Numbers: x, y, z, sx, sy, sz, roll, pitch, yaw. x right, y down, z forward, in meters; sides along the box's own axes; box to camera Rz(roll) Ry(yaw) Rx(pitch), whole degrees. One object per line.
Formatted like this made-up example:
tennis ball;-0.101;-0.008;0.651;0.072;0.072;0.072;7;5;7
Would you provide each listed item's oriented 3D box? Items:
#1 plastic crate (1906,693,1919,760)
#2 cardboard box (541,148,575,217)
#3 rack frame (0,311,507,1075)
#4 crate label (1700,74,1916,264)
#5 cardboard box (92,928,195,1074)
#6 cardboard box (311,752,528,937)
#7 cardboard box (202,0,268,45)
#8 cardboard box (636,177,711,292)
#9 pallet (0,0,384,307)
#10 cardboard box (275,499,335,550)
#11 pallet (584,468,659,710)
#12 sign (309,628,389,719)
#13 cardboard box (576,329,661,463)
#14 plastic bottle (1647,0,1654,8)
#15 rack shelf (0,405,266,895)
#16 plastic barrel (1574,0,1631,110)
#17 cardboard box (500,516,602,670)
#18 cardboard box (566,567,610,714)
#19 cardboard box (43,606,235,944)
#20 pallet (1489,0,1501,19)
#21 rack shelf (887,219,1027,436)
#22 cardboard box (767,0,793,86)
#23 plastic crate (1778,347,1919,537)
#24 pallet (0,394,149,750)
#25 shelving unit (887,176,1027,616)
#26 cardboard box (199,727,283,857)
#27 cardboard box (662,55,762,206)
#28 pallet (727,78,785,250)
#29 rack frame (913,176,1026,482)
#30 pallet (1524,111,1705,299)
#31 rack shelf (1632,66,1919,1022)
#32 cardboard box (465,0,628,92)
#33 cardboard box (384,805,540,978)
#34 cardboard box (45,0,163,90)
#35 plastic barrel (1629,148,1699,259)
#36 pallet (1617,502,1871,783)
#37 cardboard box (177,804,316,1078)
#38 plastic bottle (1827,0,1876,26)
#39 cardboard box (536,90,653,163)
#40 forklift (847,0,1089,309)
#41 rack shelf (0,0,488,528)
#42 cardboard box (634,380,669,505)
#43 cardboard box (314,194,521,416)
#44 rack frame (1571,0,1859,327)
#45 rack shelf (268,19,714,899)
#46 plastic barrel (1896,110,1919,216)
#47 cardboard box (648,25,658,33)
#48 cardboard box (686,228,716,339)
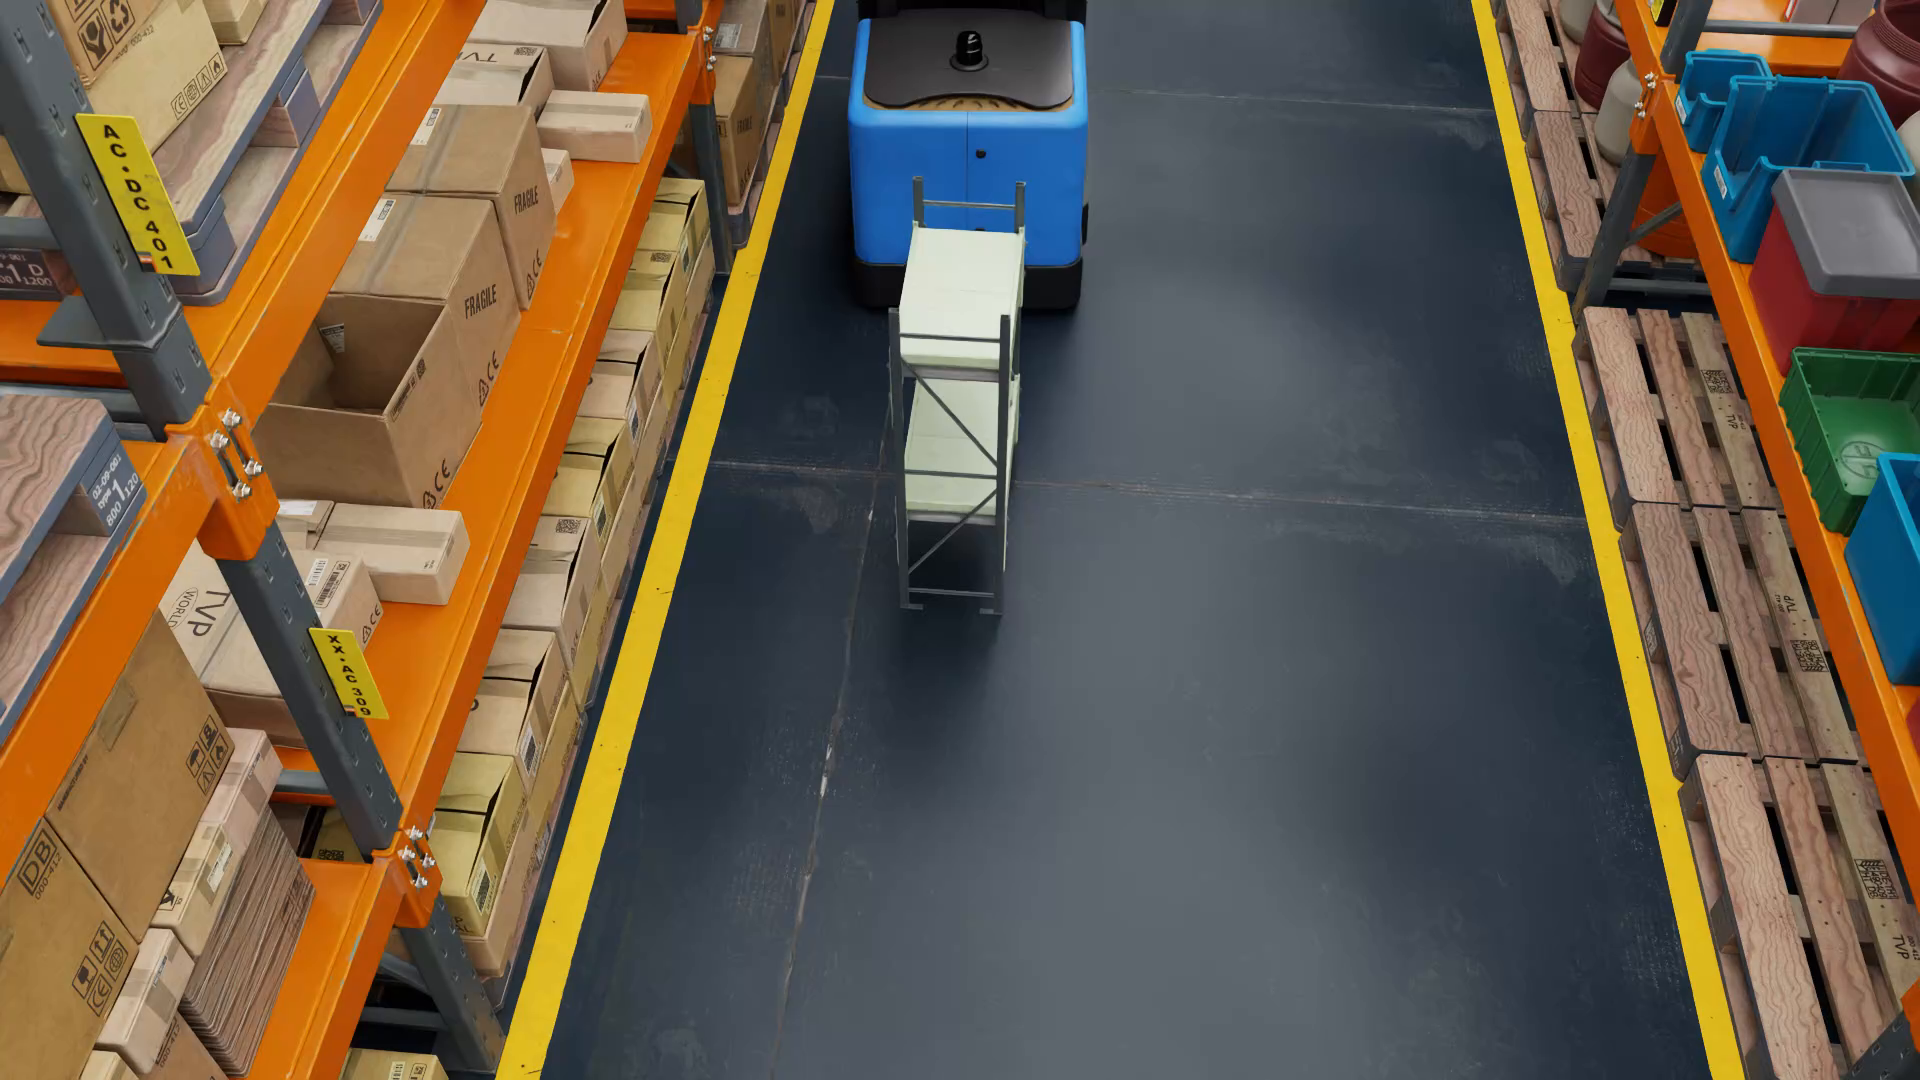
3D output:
plastic crate;2.718;0.531;4.215;0.402;0.464;0.583;4;48;4
cardboard box;-1.649;-1.321;6.122;0.380;0.149;0.250;7;48;6
rack frame;-1.953;0.593;4.201;1.000;3.000;0.127;4;48;4
crate label;2.984;-1.311;5.918;0.502;0.435;0.616;4;48;4
cardboard box;-1.811;0.928;3.387;0.380;0.149;0.250;3;48;2
cardboard box;-1.668;0.903;5.116;0.500;0.311;0.500;4;48;4
cardboard box;-1.840;-1.367;3.777;0.500;0.250;0.500;0;48;0
cardboard box;-1.391;-1.348;7.175;0.500;0.311;0.500;5;48;5
pallet;-1.886;-1.004;3.758;0.805;0.209;1.217;2;48;2
cardboard box;-2.056;-0.020;4.853;0.396;0.266;0.258;3;48;3
pallet;-1.816;0.091;6.550;1.003;0.211;1.213;4;48;4
sign;-1.401;0.310;3.819;0.100;0.325;0.005;4;48;4
cardboard box;-1.481;-0.595;6.486;0.500;0.311;0.500;4;48;3
plastic bottle;2.984;-2.353;7.030;0.097;0.201;0.097;0;48;0
rack shelf;-2.136;1.293;2.015;1.077;0.370;4.000;4;48;4
plastic barrel;3.474;-2.529;8.406;0.600;0.588;0.708;4;48;4
cardboard box;-1.571;0.155;5.800;0.500;0.311;0.500;2;48;2
cardboard box;-1.578;0.343;6.008;0.500;0.250;0.500;3;48;2
cardboard box;-1.988;0.448;3.387;0.700;0.500;0.500;4;48;4
pallet;3.596;-3.445;9.784;1.003;0.211;1.213;4;48;4
rack shelf;-0.001;-0.765;5.930;0.431;0.370;0.720;4;48;4
cardboard box;-1.170;-2.720;8.627;0.500;0.500;0.500;3;48;3
plastic crate;2.857;-0.299;5.160;0.450;0.188;0.662;4;48;4
pallet;-2.005;0.239;2.552;1.003;0.211;1.213;4;48;4
shelving unit;-0.001;-0.501;6.218;0.431;1.500;0.755;4;48;4
cardboard box;-1.765;0.554;3.729;0.380;0.149;0.250;4;48;3
cardboard box;-1.263;-1.967;7.938;0.500;0.500;0.500;6;48;5
pallet;-1.483;-1.952;8.418;1.003;0.211;1.213;4;48;4
rack frame;0.033;-0.770;6.464;0.400;1.500;0.023;4;48;4
pallet;3.374;-1.652;8.144;1.003;0.211;1.213;4;48;4
rack shelf;3.161;-0.298;5.504;1.077;0.370;4.000;4;48;4
cardboard box;-1.665;-2.052;6.681;0.500;0.311;0.500;7;48;6
cardboard box;-1.670;1.099;5.317;0.500;0.250;0.500;3;48;3
cardboard box;-1.858;-1.214;3.130;0.500;0.500;0.500;4;48;4
plastic barrel;3.371;-1.781;7.558;0.600;0.830;0.708;4;48;4
pallet;3.121;0.391;6.275;1.003;0.211;1.213;4;48;4
cardboard box;-1.988;0.885;3.866;0.700;0.500;0.500;3;48;3
plastic bottle;3.705;-2.265;6.899;0.152;0.276;0.135;4;48;4
cardboard box;-1.396;-1.582;6.361;0.380;0.149;0.250;4;48;4
forklift;0.064;-3.127;7.649;1.130;2.935;3.031;1;48;1
rack shelf;-1.771;-1.647;4.704;1.077;0.370;4.000;4;48;4
cardboard box;-1.486;-0.409;6.696;0.500;0.250;0.500;5;48;4
cardboard box;-1.773;-0.759;5.370;0.500;0.500;0.500;4;48;4
rack frame;3.344;-2.011;6.582;1.000;3.000;0.127;4;48;4
rack shelf;-1.771;-0.634;5.811;1.077;0.370;4.000;4;48;4
plastic barrel;3.463;-1.278;5.836;0.421;0.512;0.421;0;48;0
cardboard box;-1.737;-2.355;8.293;0.500;0.500;0.500;6;48;5
cardboard box;-1.394;-1.157;7.380;0.500;0.250;0.500;5;48;4
